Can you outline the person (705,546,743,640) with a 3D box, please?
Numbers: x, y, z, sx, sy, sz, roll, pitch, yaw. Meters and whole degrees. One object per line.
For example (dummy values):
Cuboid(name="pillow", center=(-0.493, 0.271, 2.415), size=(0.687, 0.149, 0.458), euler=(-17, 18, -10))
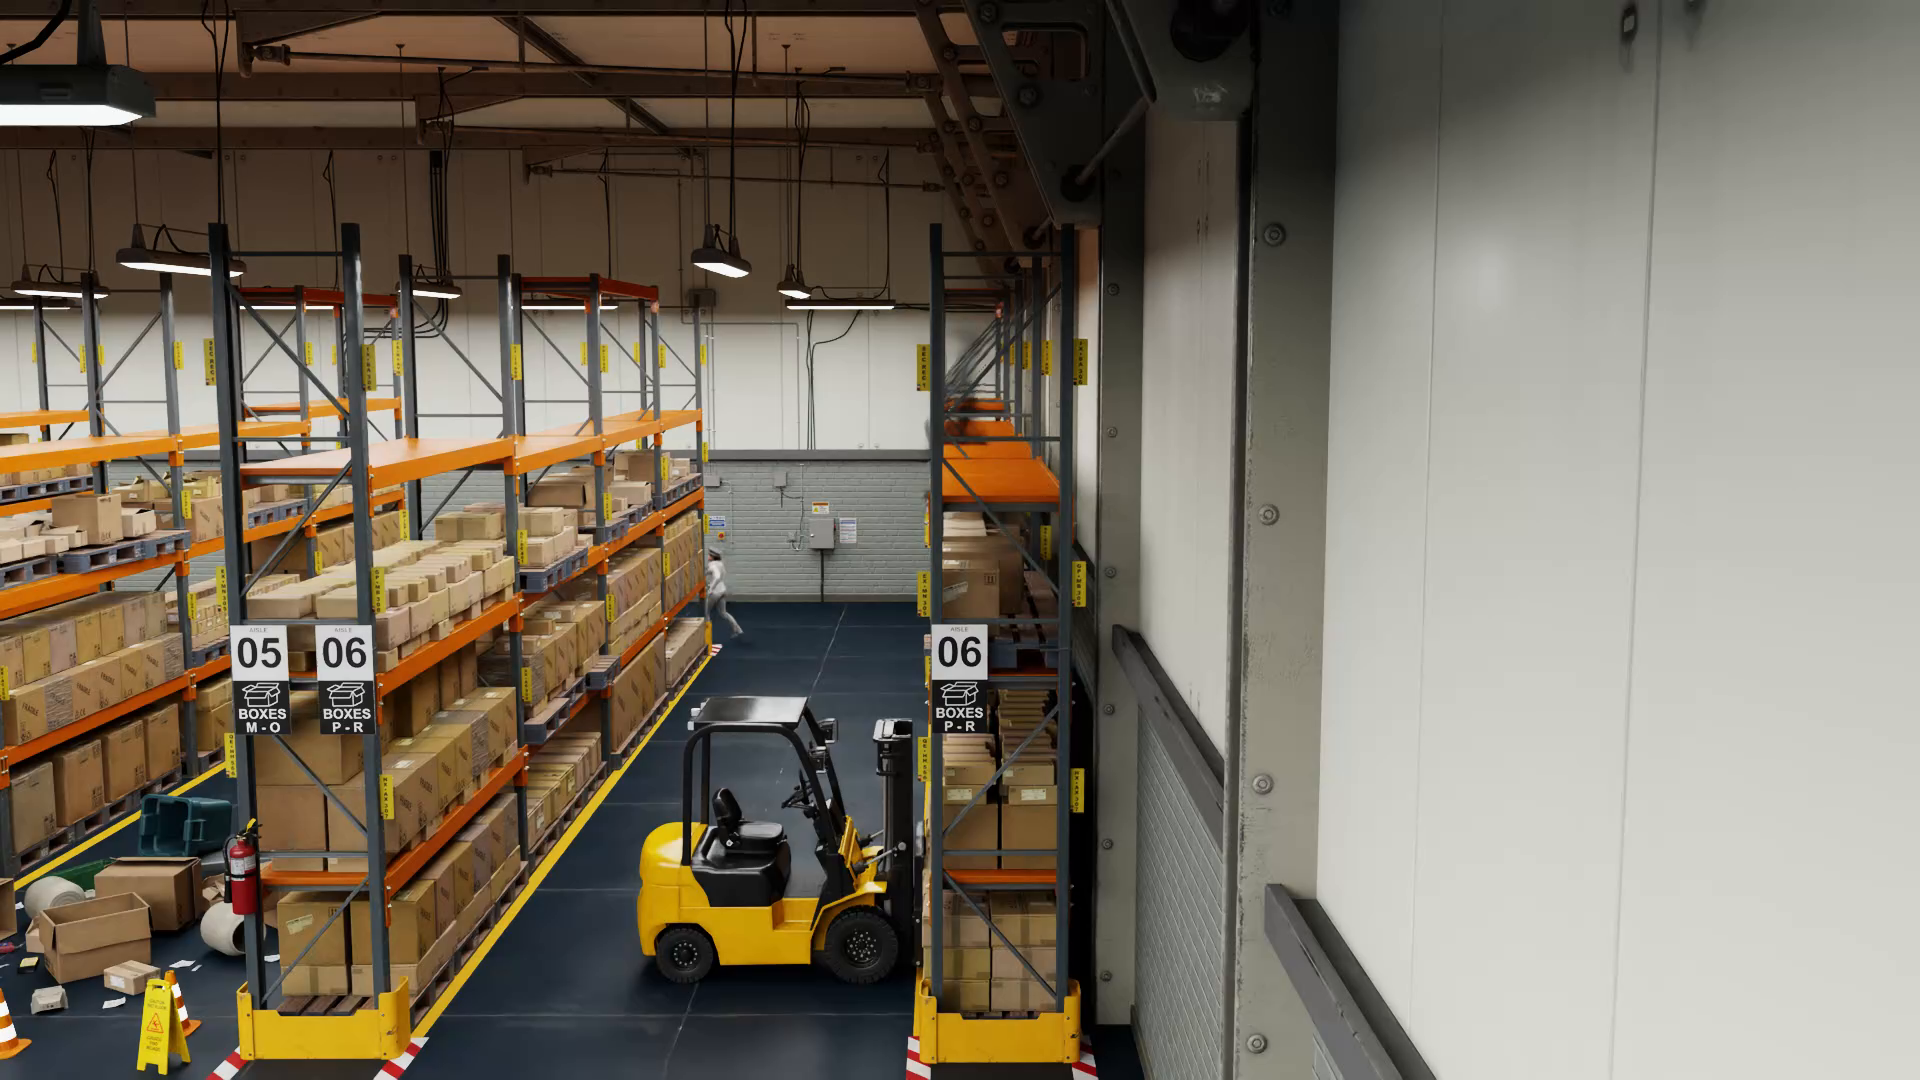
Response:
Cuboid(name="person", center=(-4.250, 0.956, 28.895), size=(0.903, 1.709, 0.654), euler=(3, 7, 21))
